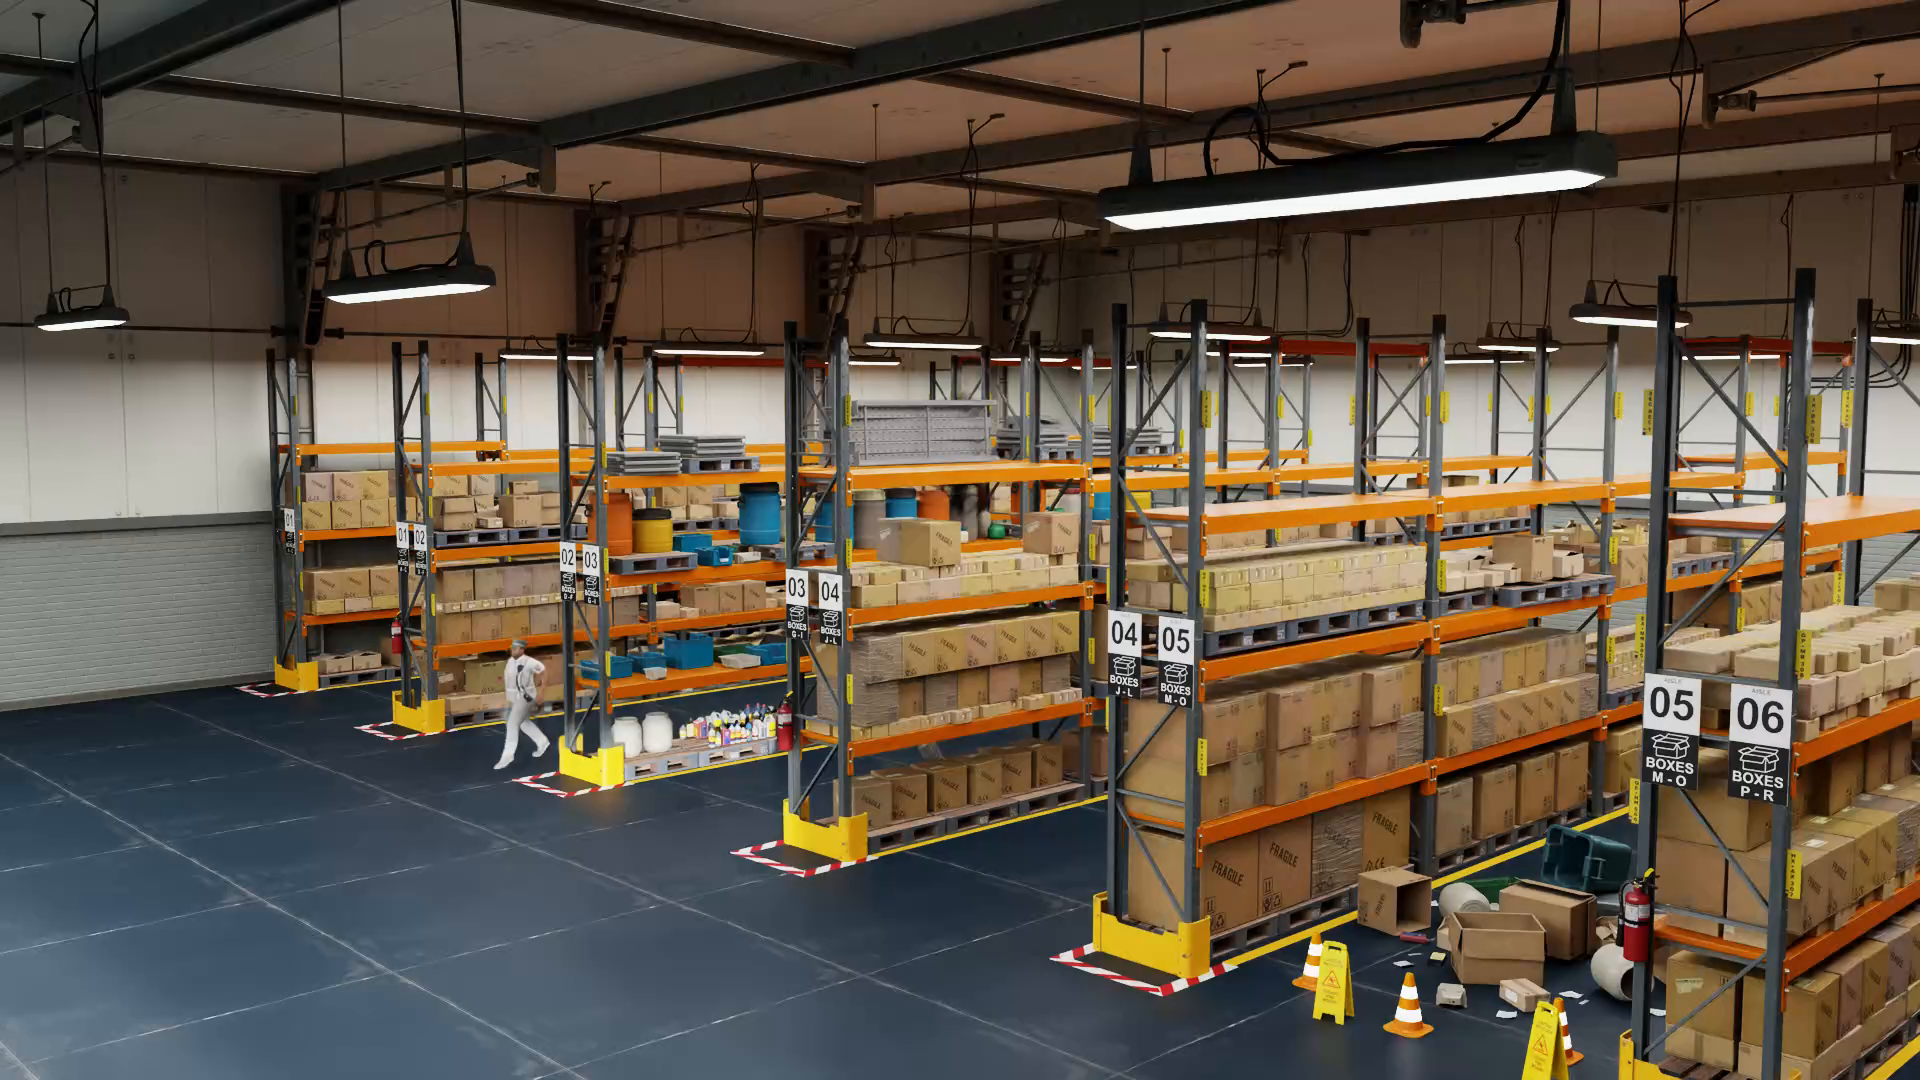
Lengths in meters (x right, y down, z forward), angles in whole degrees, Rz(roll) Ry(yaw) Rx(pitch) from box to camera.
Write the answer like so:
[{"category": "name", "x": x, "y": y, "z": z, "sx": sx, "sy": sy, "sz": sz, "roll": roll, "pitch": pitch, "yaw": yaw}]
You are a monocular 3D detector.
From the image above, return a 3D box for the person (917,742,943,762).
[{"category": "person", "x": -0.409, "y": 2.431, "z": 22.301, "sx": 0.717, "sy": 1.731, "sz": 0.617, "roll": -4, "pitch": 7, "yaw": -41}]

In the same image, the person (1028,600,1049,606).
[{"category": "person", "x": 1.465, "y": 1.535, "z": 32.323, "sx": 0.599, "sy": 1.657, "sz": 0.557, "roll": 3, "pitch": 6, "yaw": 29}]

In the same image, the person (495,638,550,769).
[{"category": "person", "x": -6.184, "y": 2.252, "z": 23.421, "sx": 0.971, "sy": 1.797, "sz": 0.684, "roll": -5, "pitch": 7, "yaw": -43}]
